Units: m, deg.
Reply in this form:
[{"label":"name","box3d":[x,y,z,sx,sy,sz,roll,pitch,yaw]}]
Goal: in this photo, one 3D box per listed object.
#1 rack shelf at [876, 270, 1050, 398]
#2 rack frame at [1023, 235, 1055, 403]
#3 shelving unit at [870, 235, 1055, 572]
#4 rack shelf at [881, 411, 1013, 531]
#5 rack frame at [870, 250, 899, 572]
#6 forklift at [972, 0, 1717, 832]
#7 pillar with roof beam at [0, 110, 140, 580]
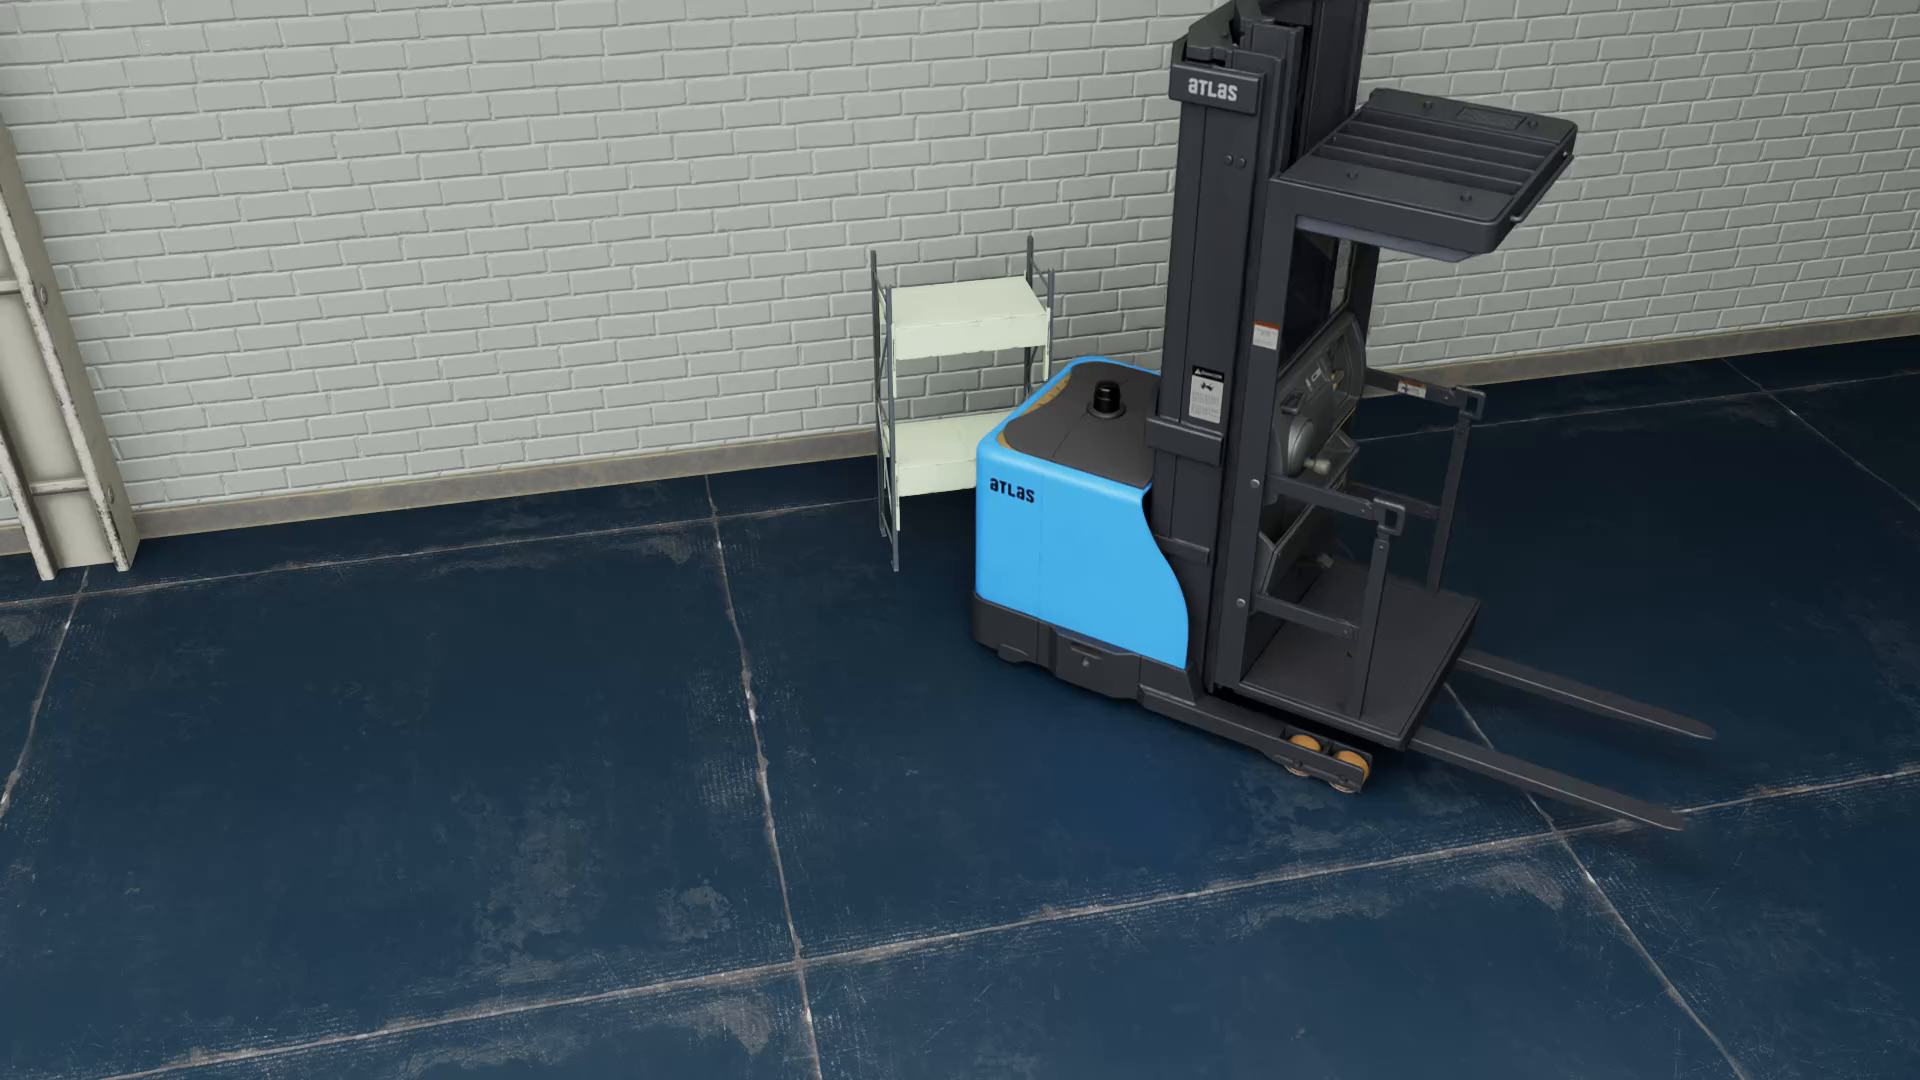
[{"label":"rack shelf","box3d":[0.007,-0.948,7.616,0.720,0.370,0.431,-7,35,-11]},{"label":"rack frame","box3d":[0.363,-0.669,7.900,0.023,1.500,0.400,-7,35,-11]},{"label":"shelving unit","box3d":[0.007,-0.624,7.833,0.755,1.500,0.431,-7,35,-11]},{"label":"rack shelf","box3d":[0.007,-0.353,8.015,0.720,0.370,0.431,-7,35,-11]},{"label":"rack frame","box3d":[-0.350,-0.579,7.766,0.023,1.500,0.400,-7,35,-11]},{"label":"forklift","box3d":[1.581,-0.536,6.418,3.031,2.935,1.130,19,38,25]},{"label":"pillar with roof beam","box3d":[-3.289,-1.311,2.128,0.400,9.000,9.100,-7,35,-11]}]
